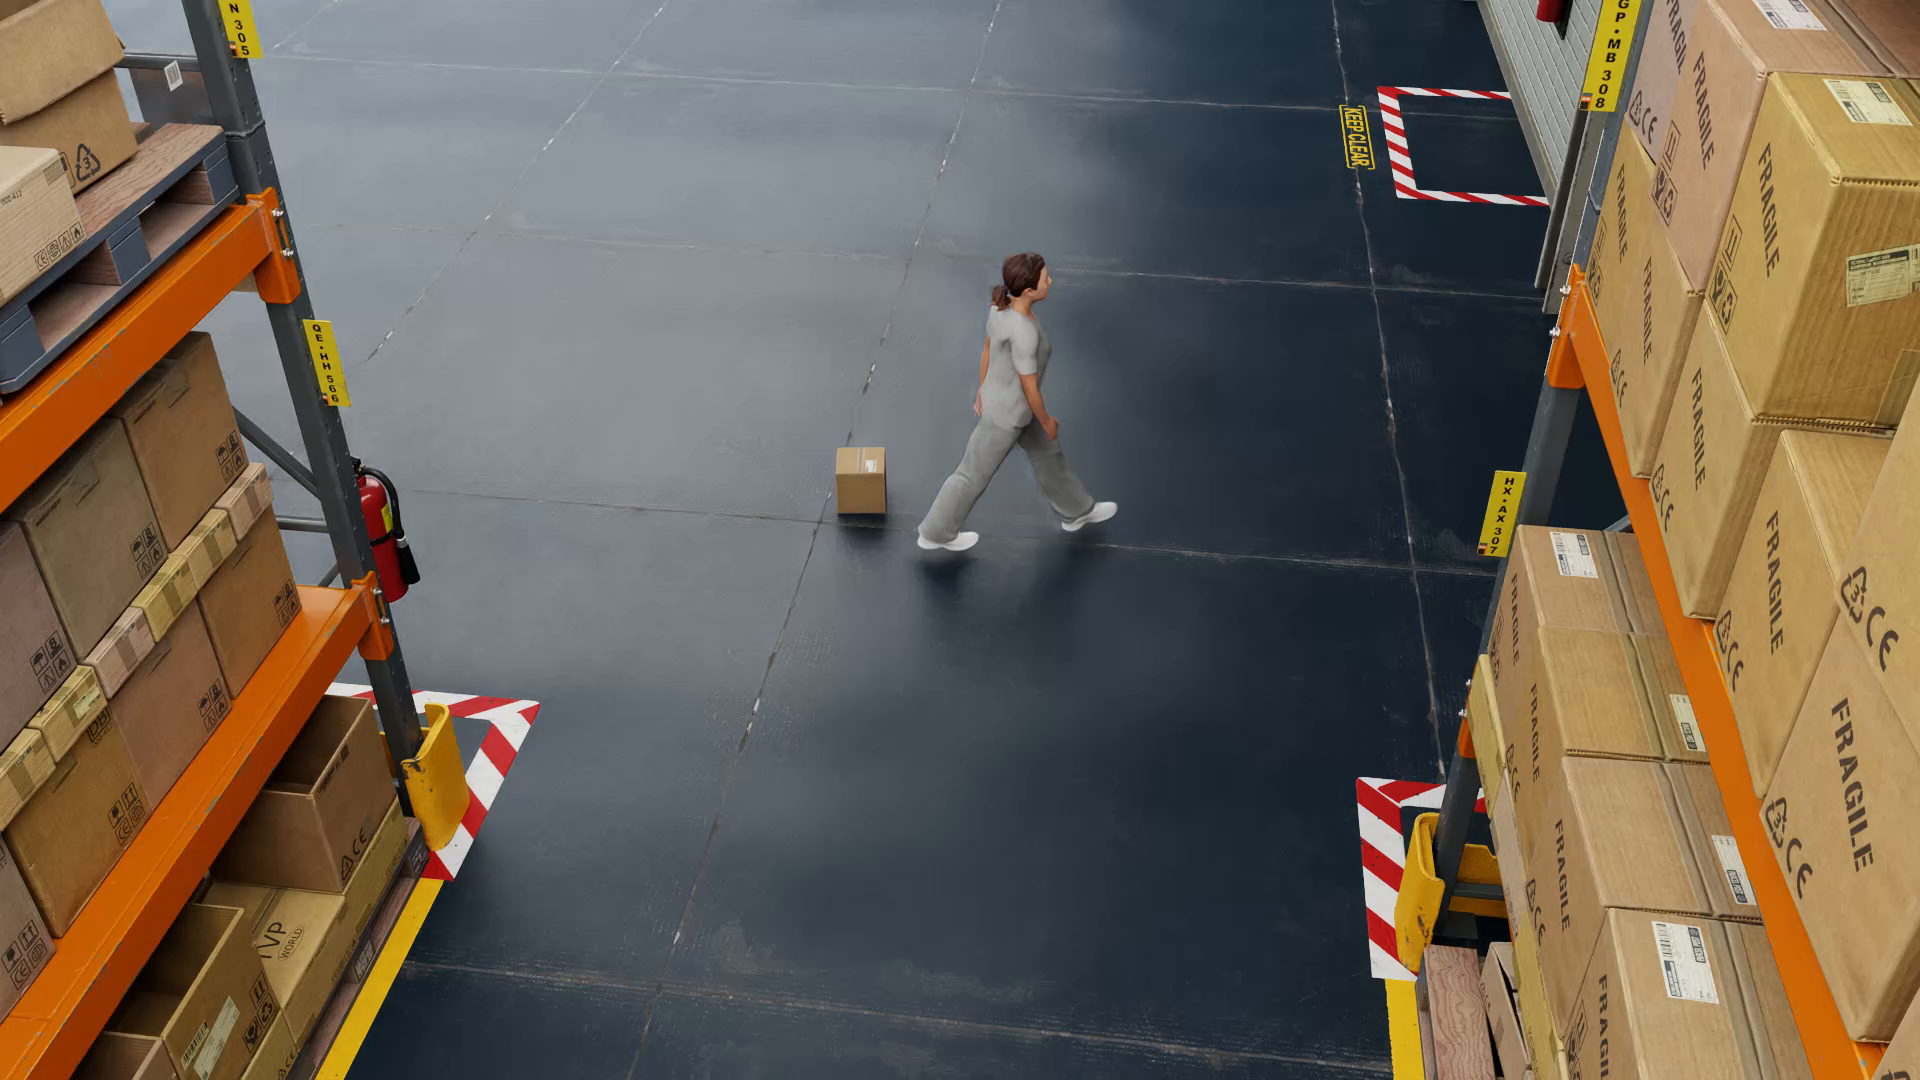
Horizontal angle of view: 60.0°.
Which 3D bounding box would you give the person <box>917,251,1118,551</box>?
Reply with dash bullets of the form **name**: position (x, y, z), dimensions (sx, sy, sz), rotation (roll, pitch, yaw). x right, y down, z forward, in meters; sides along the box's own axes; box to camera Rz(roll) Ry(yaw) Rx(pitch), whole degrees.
- **person**: position (0.303, -0.641, 7.907), dimensions (1.042, 1.594, 0.446), rotation (-3, 36, -5)
